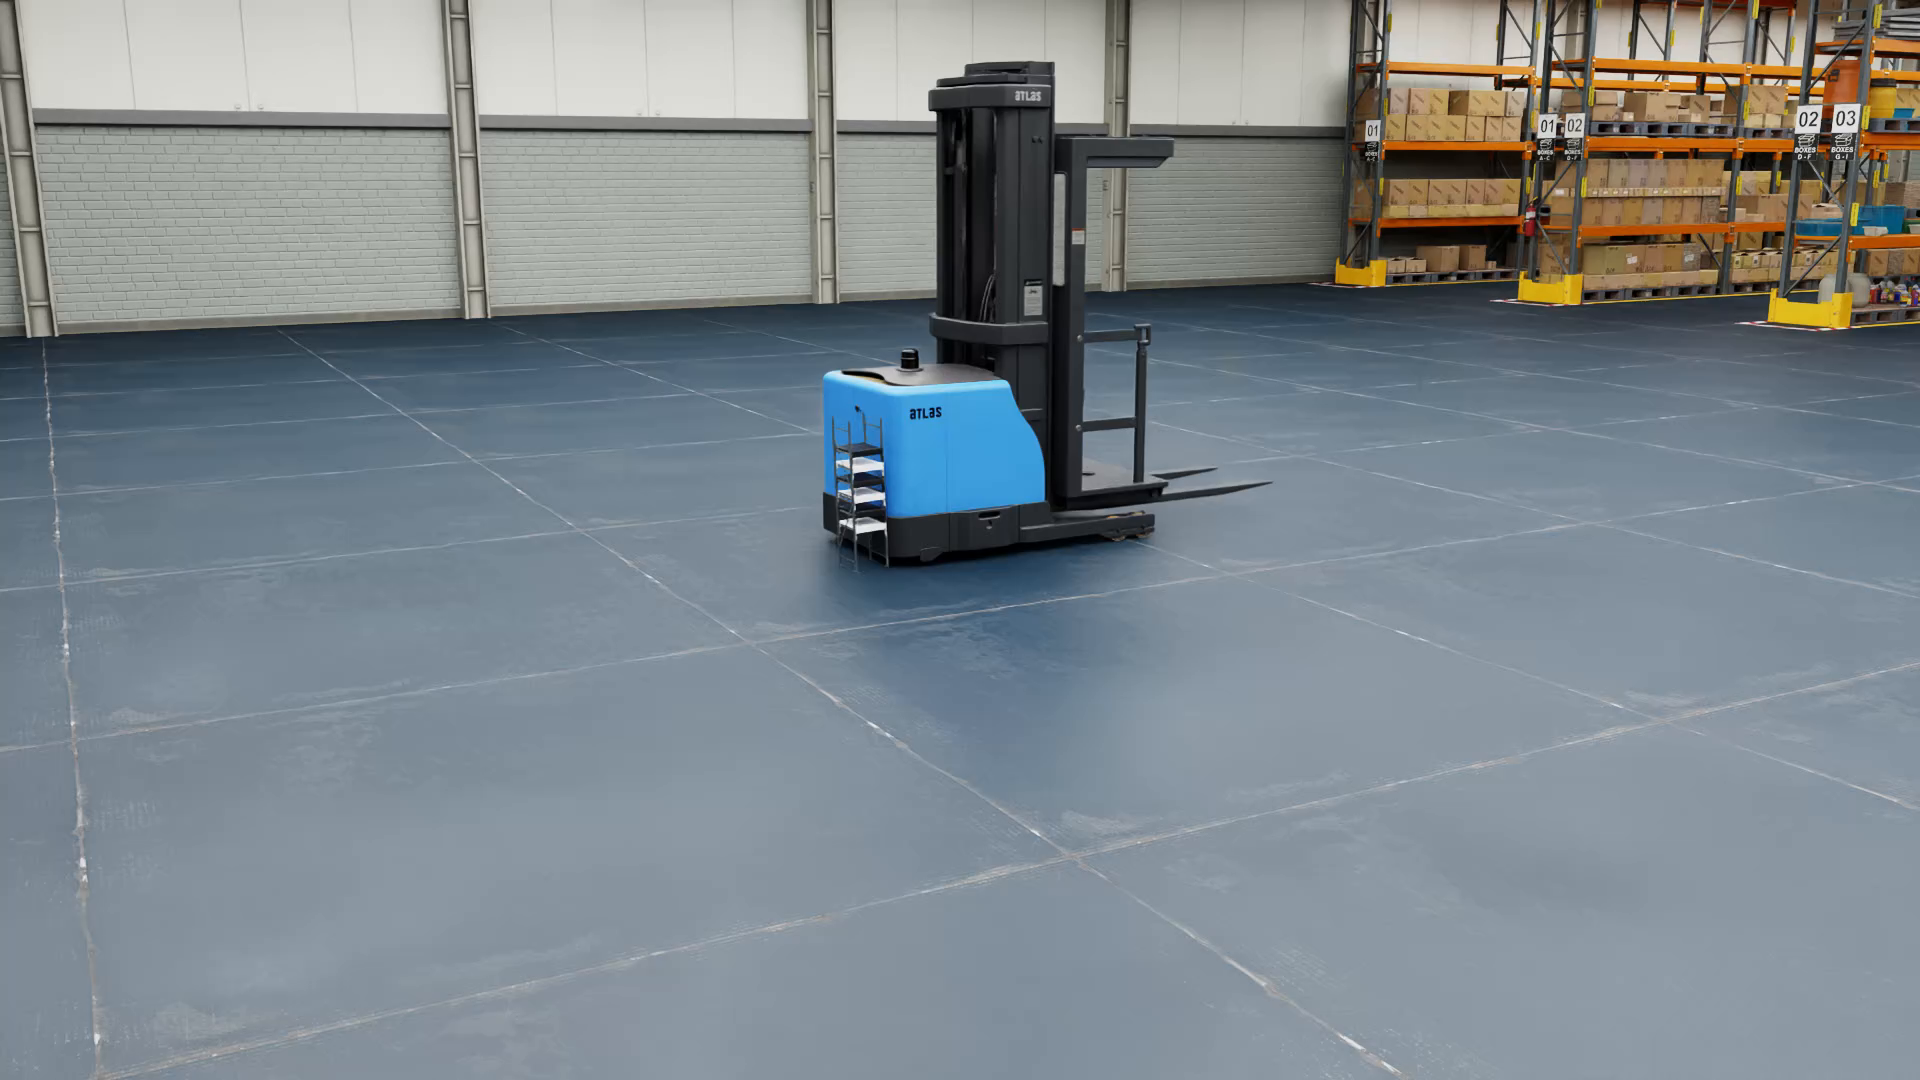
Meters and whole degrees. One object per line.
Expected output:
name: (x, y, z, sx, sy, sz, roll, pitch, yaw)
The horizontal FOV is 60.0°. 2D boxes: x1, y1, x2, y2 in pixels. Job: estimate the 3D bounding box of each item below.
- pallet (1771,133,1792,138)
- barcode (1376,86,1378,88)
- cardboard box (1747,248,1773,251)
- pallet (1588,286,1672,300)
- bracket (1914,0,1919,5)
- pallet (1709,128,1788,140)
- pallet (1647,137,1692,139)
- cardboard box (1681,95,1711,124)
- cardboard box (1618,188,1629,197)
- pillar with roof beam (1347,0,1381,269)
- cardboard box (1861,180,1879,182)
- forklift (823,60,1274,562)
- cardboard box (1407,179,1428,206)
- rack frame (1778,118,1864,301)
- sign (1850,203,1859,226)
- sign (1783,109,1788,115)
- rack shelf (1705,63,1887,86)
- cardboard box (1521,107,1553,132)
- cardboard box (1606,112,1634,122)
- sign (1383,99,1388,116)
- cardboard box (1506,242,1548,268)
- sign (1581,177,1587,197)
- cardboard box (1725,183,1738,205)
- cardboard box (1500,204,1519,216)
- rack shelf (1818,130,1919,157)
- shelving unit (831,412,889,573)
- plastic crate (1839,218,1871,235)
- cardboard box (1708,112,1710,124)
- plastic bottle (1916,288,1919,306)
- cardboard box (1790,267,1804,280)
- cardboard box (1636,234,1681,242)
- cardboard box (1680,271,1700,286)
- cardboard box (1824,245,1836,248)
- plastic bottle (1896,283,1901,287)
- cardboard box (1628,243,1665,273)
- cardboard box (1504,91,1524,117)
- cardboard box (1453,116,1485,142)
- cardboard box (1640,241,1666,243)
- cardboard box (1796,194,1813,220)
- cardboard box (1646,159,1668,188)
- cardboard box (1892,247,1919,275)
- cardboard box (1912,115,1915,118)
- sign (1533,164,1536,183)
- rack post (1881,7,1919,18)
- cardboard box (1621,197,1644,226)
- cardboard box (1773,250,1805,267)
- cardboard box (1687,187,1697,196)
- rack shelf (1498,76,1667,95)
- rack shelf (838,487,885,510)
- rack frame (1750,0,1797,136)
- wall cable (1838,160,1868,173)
pallet: (19.251, -9.378, 38.819, 1.213, 0.211, 1.003, -7, 14, -28)
barcode: (8.378, -9.075, 33.399, 0.075, 0.075, 0.001, -7, 14, -28)
cardboard box: (15.436, -5.473, 32.126, 0.500, 0.311, 0.500, -7, 14, -29)
pallet: (12.092, -4.513, 30.181, 1.213, 0.211, 1.003, -7, 14, -28)
bracket: (23.800, -13.316, 41.085, 0.430, 0.232, 0.235, -7, 14, -28)
pallet: (14.650, -7.543, 30.900, 1.217, 0.209, 0.805, -8, 15, -30)
pallet: (15.556, -8.902, 36.933, 1.003, 0.211, 1.213, -6, 14, -25)
cardboard box: (13.314, -7.861, 30.373, 0.500, 0.500, 0.500, -6, 14, -23)
cardboard box: (11.492, -6.103, 29.189, 0.250, 0.149, 0.380, -7, 14, -29)
pillar with roof beam: (10.257, -8.949, 29.878, 0.400, 9.000, 9.100, -7, 14, -28)
cardboard box: (21.596, -8.385, 40.355, 0.700, 0.700, 0.980, -6, 14, -25)
forklift: (0.666, -1.512, 10.652, 3.031, 2.935, 1.130, -7, 14, -29)
cardboard box: (8.996, -6.956, 33.275, 0.500, 0.500, 0.500, -7, 14, -28)
rack frame: (12.742, -4.702, 24.672, 0.127, 3.000, 1.000, -7, 14, -28)
sign: (13.001, -4.731, 24.168, 0.005, 0.325, 0.100, -7, 14, -28)
sign: (18.796, -9.640, 37.884, 0.005, 0.325, 0.100, -7, 14, -28)
rack shelf: (15.638, -8.669, 31.184, 4.000, 0.370, 1.077, -7, 14, -28)
cardboard box: (12.024, -8.791, 34.826, 0.500, 0.500, 0.500, -5, 13, -20)
cardboard box: (11.489, -7.361, 28.951, 0.250, 0.149, 0.380, -7, 14, -28)
sign: (8.255, -8.397, 32.265, 0.005, 0.325, 0.100, -7, 14, -28)
cardboard box: (12.144, -6.108, 35.610, 0.500, 0.500, 0.700, -6, 14, -26)
sign: (10.632, -6.011, 28.333, 0.005, 0.325, 0.100, -7, 14, -28)
cardboard box: (17.355, -7.874, 37.813, 0.500, 0.500, 0.500, -7, 14, -28)
cardboard box: (11.235, -6.861, 34.558, 0.500, 0.250, 0.500, -7, 14, -28)
rack shelf: (14.497, -6.025, 25.356, 4.000, 0.370, 1.077, -7, 14, -28)
shelving unit: (-0.588, -0.280, 9.785, 0.210, 0.900, 0.258, -10, 16, -28)
plastic crate: (13.610, -4.807, 25.477, 0.408, 0.251, 0.499, -7, 14, -28)
cardboard box: (16.347, -9.364, 37.322, 0.500, 0.500, 0.700, -6, 14, -25)
plastic bottle: (14.783, -3.753, 25.664, 0.097, 0.271, 0.097, 0, 13, 0)
cardboard box: (15.705, -5.098, 31.736, 0.500, 0.250, 0.500, -7, 14, -27)
cardboard box: (15.725, -6.661, 37.316, 0.750, 0.750, 0.750, -7, 14, -29)
cardboard box: (13.137, -4.800, 30.411, 0.500, 0.250, 0.500, -7, 14, -28)
cardboard box: (20.592, -7.081, 39.980, 0.500, 0.500, 0.700, -7, 15, -30)
plastic bottle: (15.015, -3.978, 26.640, 0.133, 0.283, 0.061, -6, 14, -25)
cardboard box: (12.267, -5.057, 29.848, 0.500, 0.500, 0.500, -7, 14, -28)
cardboard box: (11.196, -8.937, 34.106, 0.500, 0.500, 0.500, -8, 15, -33)
cardboard box: (10.263, -8.337, 33.718, 0.500, 0.500, 0.500, -7, 15, -30)
cardboard box: (12.890, -5.265, 30.769, 0.500, 0.500, 0.500, -7, 14, -28)
cardboard box: (15.928, -6.368, 31.845, 0.500, 0.500, 0.500, -8, 15, -31)
cardboard box: (12.175, -6.553, 29.715, 0.500, 0.500, 0.700, -7, 14, -28)
cardboard box: (18.829, -5.595, 33.329, 0.500, 0.500, 0.500, -7, 14, -29)
cardboard box: (18.208, -8.117, 32.786, 0.500, 0.500, 0.910, -7, 14, -28)
sign: (10.124, -6.444, 29.233, 0.005, 0.325, 0.100, -7, 14, -28)
rack post: (14.427, -7.802, 24.954, 0.954, 0.300, 0.937, -7, 15, -29)
cardboard box: (11.685, -5.860, 29.588, 0.500, 0.500, 0.700, -7, 14, -27)
cardboard box: (15.713, -5.373, 31.679, 0.500, 0.311, 0.500, -6, 14, -26)
cardboard box: (13.070, -6.292, 30.030, 0.250, 0.149, 0.380, -7, 14, -28)
rack shelf: (13.261, -9.623, 35.424, 4.000, 0.370, 1.077, -7, 14, -28)
rack shelf: (-0.586, -0.247, 9.793, 0.200, 0.077, 0.258, -10, 16, -28)
rack frame: (18.528, -10.801, 38.106, 0.127, 3.000, 1.000, -7, 14, -28)
wall cable: (22.709, -9.107, 41.932, 1.851, 1.984, 0.084, -7, 14, -28)
